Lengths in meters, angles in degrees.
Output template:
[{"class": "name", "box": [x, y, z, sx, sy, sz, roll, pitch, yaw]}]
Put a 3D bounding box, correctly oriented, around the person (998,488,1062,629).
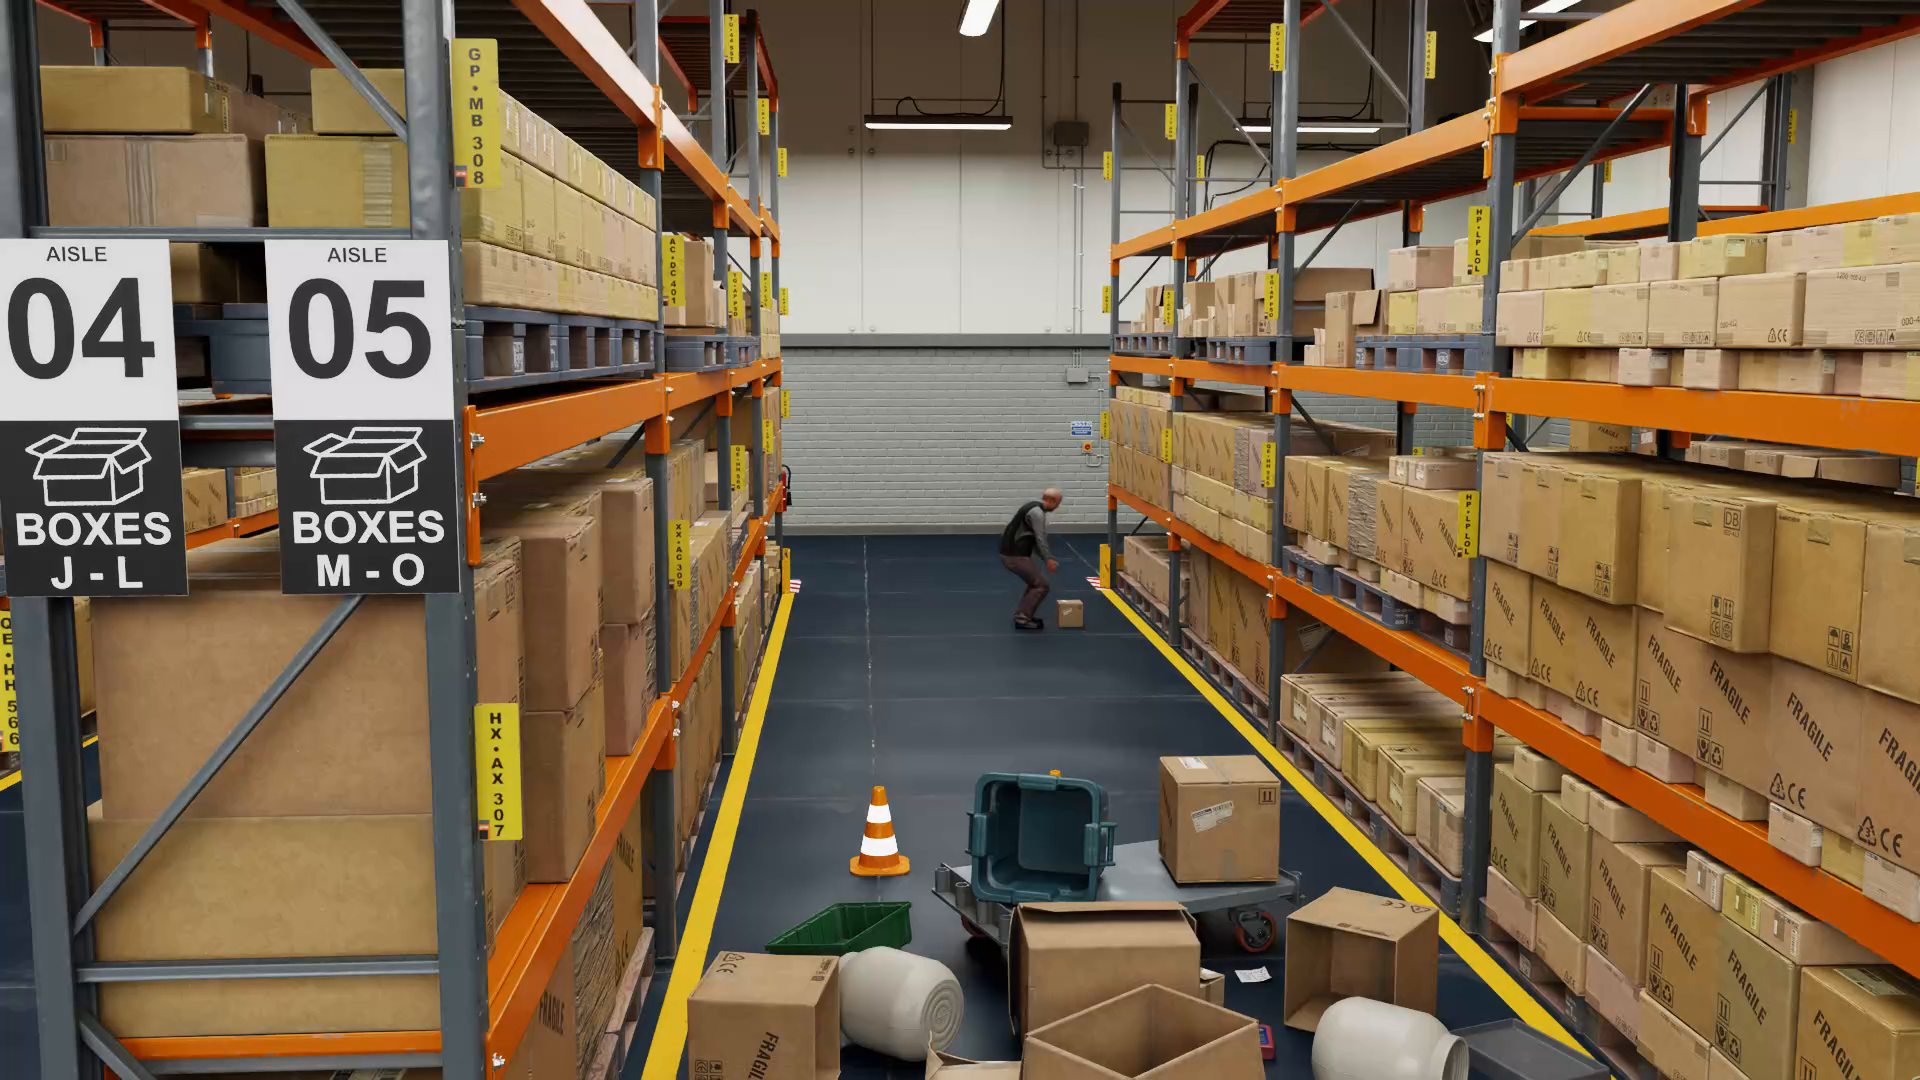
[{"class": "person", "box": [0.734, 0.179, 17.476, 0.669, 1.461, 0.590, 0, 7, -3]}]
